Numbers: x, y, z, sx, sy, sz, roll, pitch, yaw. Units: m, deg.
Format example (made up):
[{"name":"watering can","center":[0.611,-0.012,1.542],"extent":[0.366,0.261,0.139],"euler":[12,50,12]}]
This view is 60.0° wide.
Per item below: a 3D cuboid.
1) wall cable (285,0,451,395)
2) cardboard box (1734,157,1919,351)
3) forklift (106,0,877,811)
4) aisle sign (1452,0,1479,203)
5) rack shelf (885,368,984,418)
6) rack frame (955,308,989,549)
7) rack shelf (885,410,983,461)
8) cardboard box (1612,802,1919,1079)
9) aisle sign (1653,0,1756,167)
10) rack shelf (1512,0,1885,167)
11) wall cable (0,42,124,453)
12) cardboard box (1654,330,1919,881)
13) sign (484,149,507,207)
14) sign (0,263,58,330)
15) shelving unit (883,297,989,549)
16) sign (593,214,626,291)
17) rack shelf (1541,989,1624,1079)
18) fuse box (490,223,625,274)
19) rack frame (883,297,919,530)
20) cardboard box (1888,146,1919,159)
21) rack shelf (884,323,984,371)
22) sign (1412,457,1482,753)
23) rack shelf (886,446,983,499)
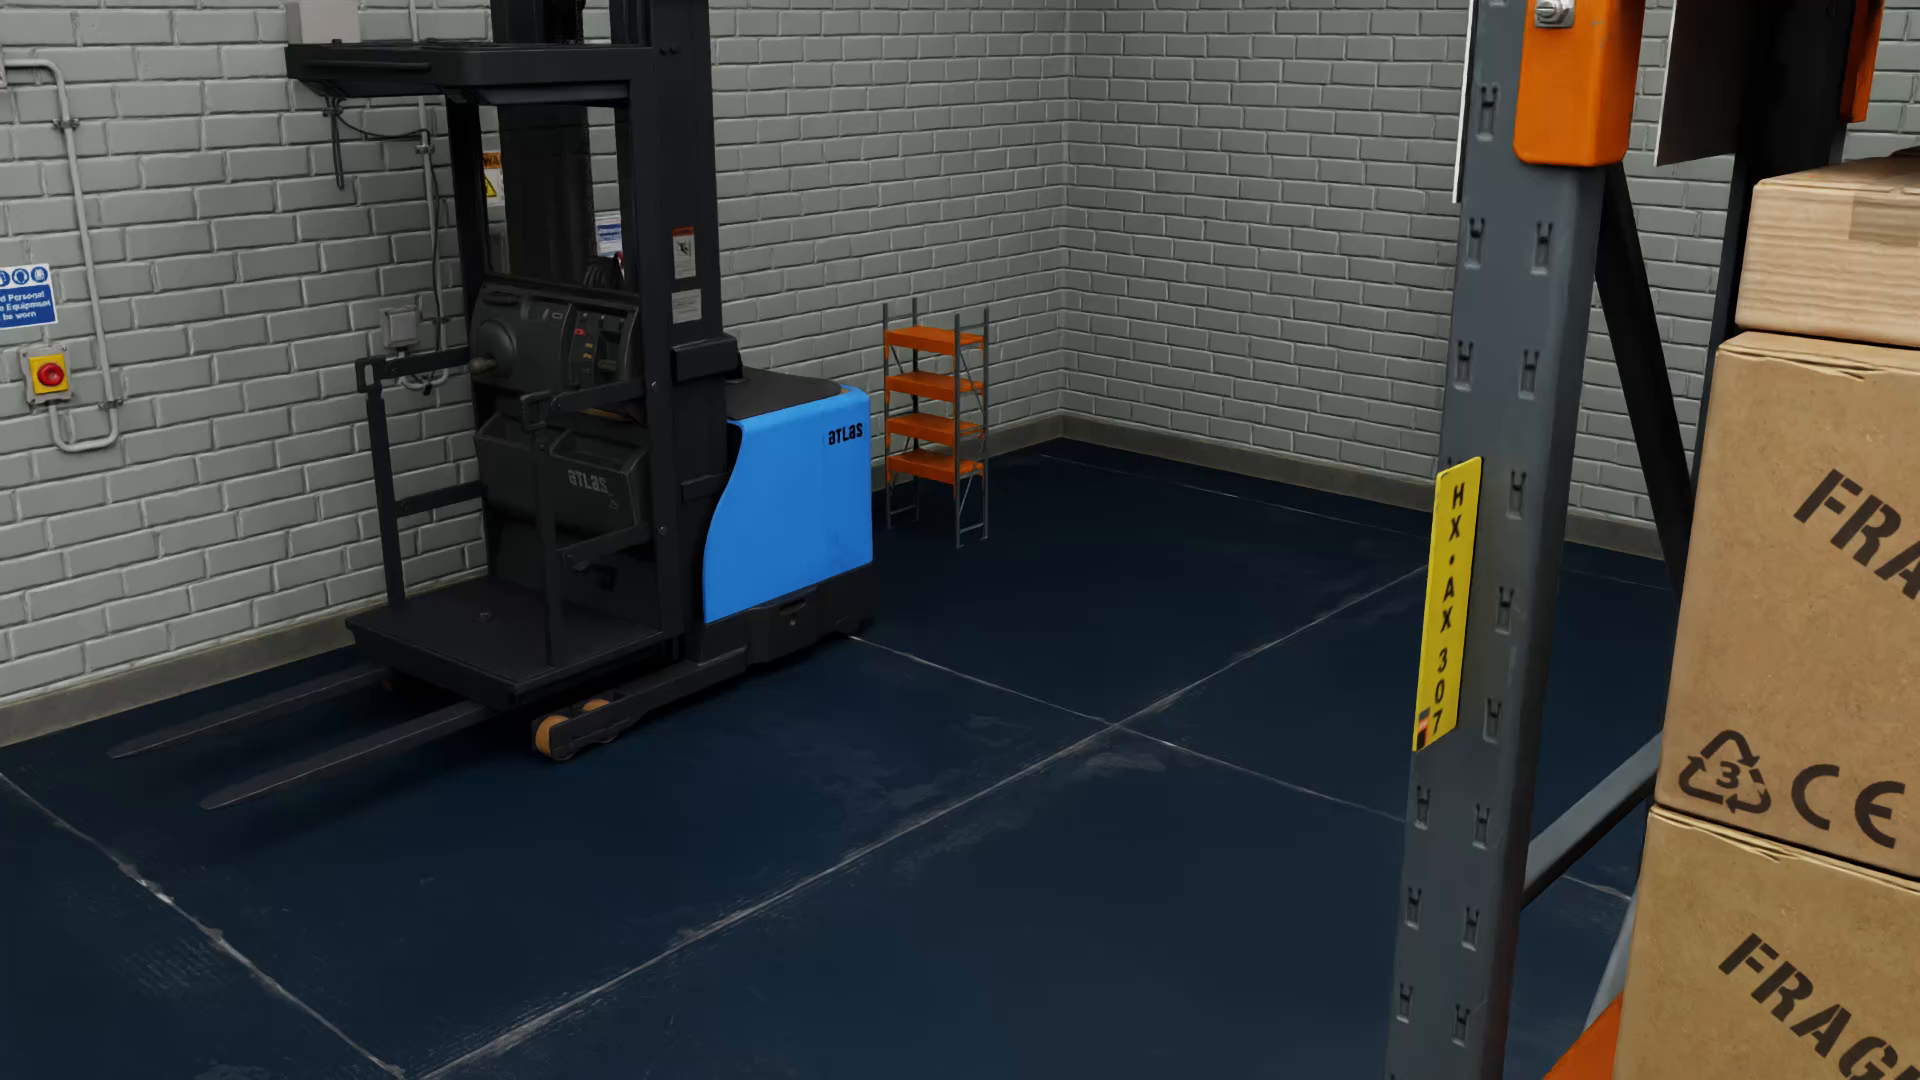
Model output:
[{"name":"wall cable","center":[-2.383,-1.535,6.809],"extent":[0.122,1.984,0.588],"euler":[15,23,39]},{"name":"cardboard box","center":[0.999,-0.300,1.707],"extent":[0.250,0.149,0.380],"euler":[16,23,40]},{"name":"forklift","center":[-1.679,-0.760,6.161],"extent":[1.130,2.935,3.031],"euler":[14,22,36]},{"name":"aisle sign","center":[0.671,-0.788,1.839],"extent":[0.004,0.787,0.394],"euler":[15,23,39]},{"name":"rack shelf","center":[-0.124,-0.754,8.488],"extent":[0.480,0.148,0.258],"euler":[15,23,39]},{"name":"rack frame","center":[0.059,-0.556,8.381],"extent":[0.015,1.200,0.240],"euler":[15,23,39]},{"name":"rack shelf","center":[-0.124,-0.541,8.555],"extent":[0.480,0.148,0.258],"euler":[15,23,39]},{"name":"cardboard box","center":[1.085,0.513,1.870],"extent":[0.500,0.500,0.500],"euler":[15,23,39]},{"name":"aisle sign","center":[1.069,-0.924,2.267],"extent":[0.004,0.787,0.394],"euler":[15,23,39]},{"name":"rack shelf","center":[2.413,-0.286,0.784],"extent":[4.000,0.370,1.077],"euler":[15,23,39]},{"name":"wall cable","center":[-3.316,-1.226,5.786],"extent":[0.123,1.953,0.585],"euler":[15,23,39]},{"name":"cardboard box","center":[1.087,0.036,1.721],"extent":[0.500,0.500,0.500],"euler":[14,23,38]},{"name":"sign","center":[-2.004,-1.596,7.316],"extent":[0.001,0.242,0.339],"euler":[15,23,39]},{"name":"sign","center":[-3.394,-0.857,5.908],"extent":[0.001,0.218,0.327],"euler":[15,23,39]},{"name":"shelving unit","center":[-0.124,-0.605,8.535],"extent":[0.503,1.200,0.258],"euler":[15,23,39]},{"name":"sign","center":[-1.639,-1.281,7.847],"extent":[0.001,0.494,0.329],"euler":[15,23,39]},{"name":"rack shelf","center":[2.413,1.144,1.237],"extent":[4.000,0.370,1.077],"euler":[15,23,39]},{"name":"fuse box","center":[-1.812,-0.559,7.545],"extent":[0.414,1.711,0.539],"euler":[15,23,39]},{"name":"rack frame","center":[-0.306,-0.654,8.689],"extent":[0.015,1.200,0.240],"euler":[15,23,39]},{"name":"cardboard box","center":[1.318,-0.407,2.045],"extent":[0.250,0.149,0.380],"euler":[15,23,40]},{"name":"rack shelf","center":[-0.124,-0.980,8.416],"extent":[0.480,0.148,0.258],"euler":[15,23,39]},{"name":"sign","center":[0.544,0.074,1.859],"extent":[0.005,0.325,0.100],"euler":[15,23,39]},{"name":"rack shelf","center":[-0.124,-0.352,8.615],"extent":[0.480,0.148,0.258],"euler":[15,23,39]}]
